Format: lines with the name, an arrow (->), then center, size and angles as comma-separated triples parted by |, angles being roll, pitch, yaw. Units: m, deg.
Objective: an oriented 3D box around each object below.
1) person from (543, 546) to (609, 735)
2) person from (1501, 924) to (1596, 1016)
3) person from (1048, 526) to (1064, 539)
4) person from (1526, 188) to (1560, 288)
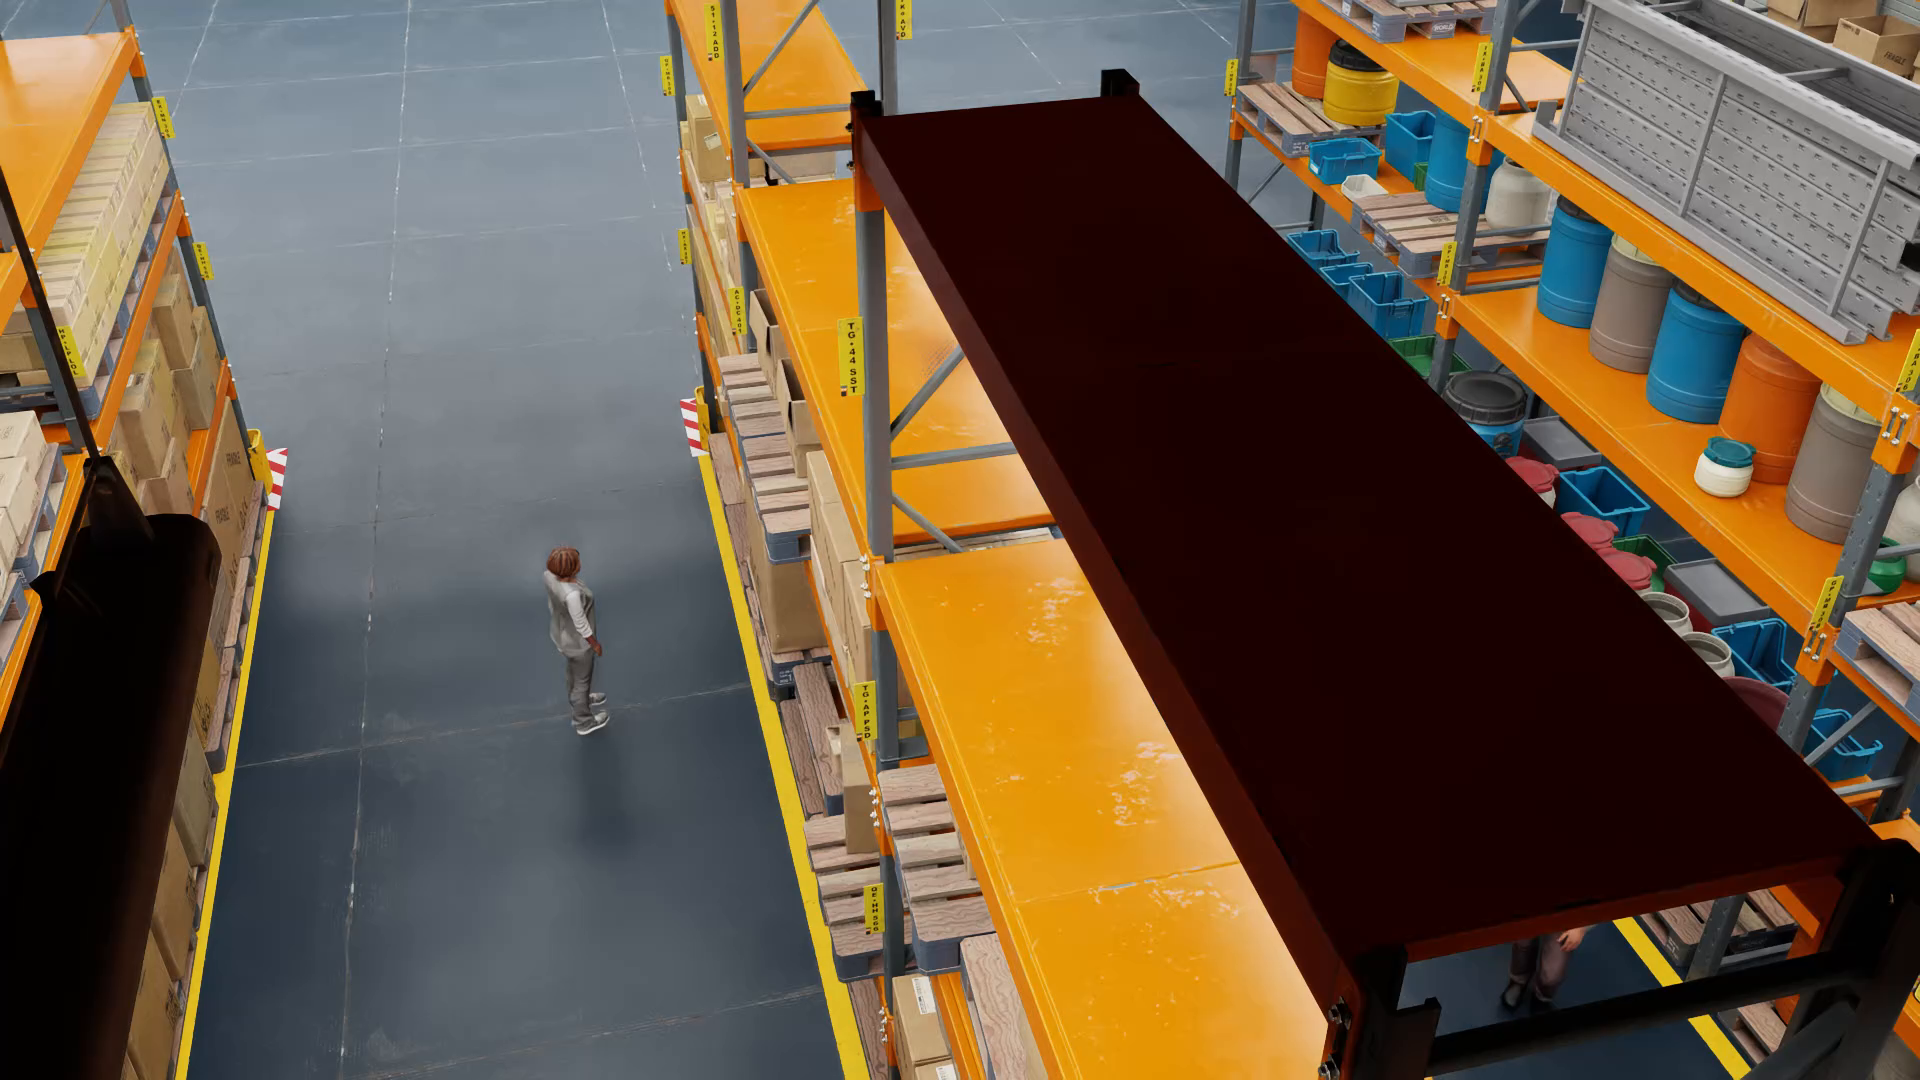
person -> -2.648, 0.666, 11.562 | 0.395, 1.595, 0.511 | -21, 40, -28
person -> 3.376, 2.093, 9.527 | 0.617, 1.732, 0.513 | 25, 41, 31
person -> 0.569, -0.271, 12.905 | 0.613, 1.747, 0.594 | 23, 41, 30
person -> 6.232, -3.448, 17.526 | 0.568, 1.800, 0.438 | 14, 37, 20
